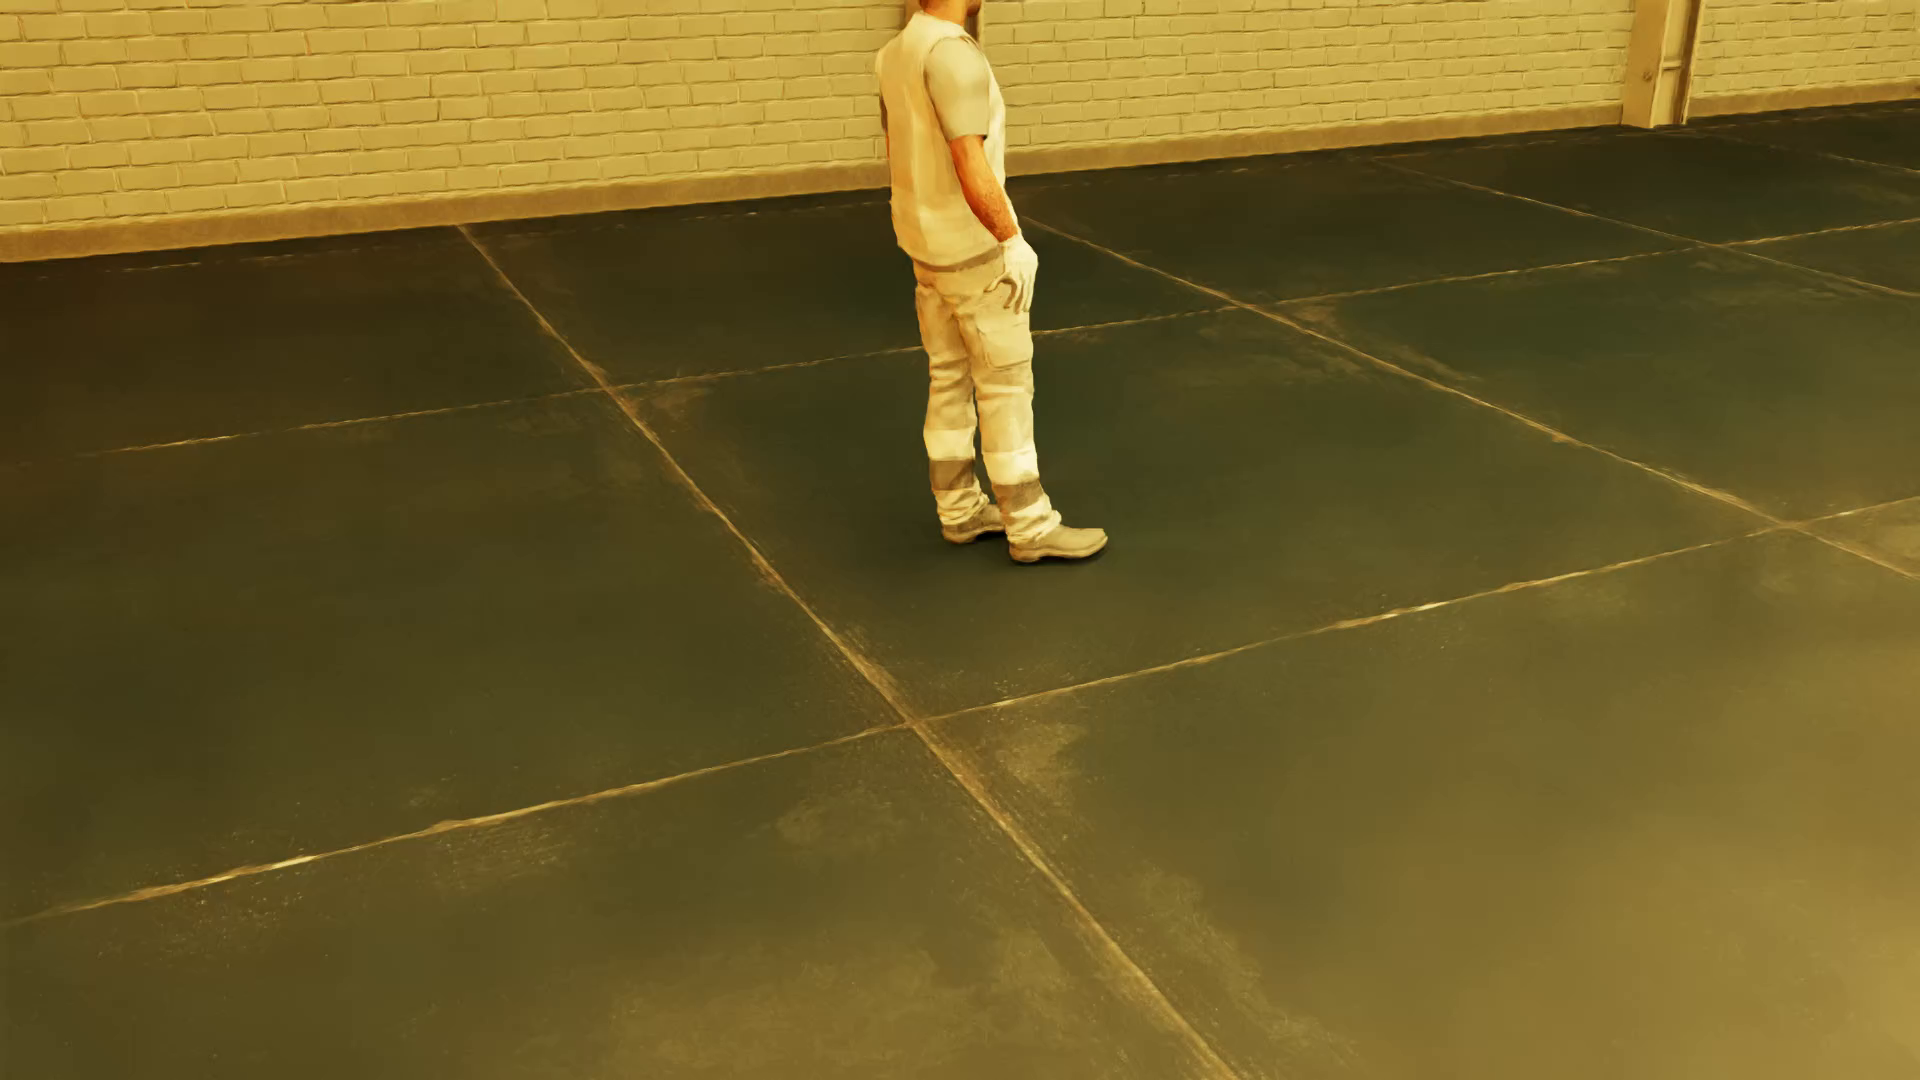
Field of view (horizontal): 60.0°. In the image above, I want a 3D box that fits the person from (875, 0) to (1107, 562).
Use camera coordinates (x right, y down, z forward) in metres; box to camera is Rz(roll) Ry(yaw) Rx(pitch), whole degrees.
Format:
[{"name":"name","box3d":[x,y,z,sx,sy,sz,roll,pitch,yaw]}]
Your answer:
[{"name":"person","box3d":[0.077,-0.842,4.783,0.563,1.787,0.637,-10,25,-23]}]
